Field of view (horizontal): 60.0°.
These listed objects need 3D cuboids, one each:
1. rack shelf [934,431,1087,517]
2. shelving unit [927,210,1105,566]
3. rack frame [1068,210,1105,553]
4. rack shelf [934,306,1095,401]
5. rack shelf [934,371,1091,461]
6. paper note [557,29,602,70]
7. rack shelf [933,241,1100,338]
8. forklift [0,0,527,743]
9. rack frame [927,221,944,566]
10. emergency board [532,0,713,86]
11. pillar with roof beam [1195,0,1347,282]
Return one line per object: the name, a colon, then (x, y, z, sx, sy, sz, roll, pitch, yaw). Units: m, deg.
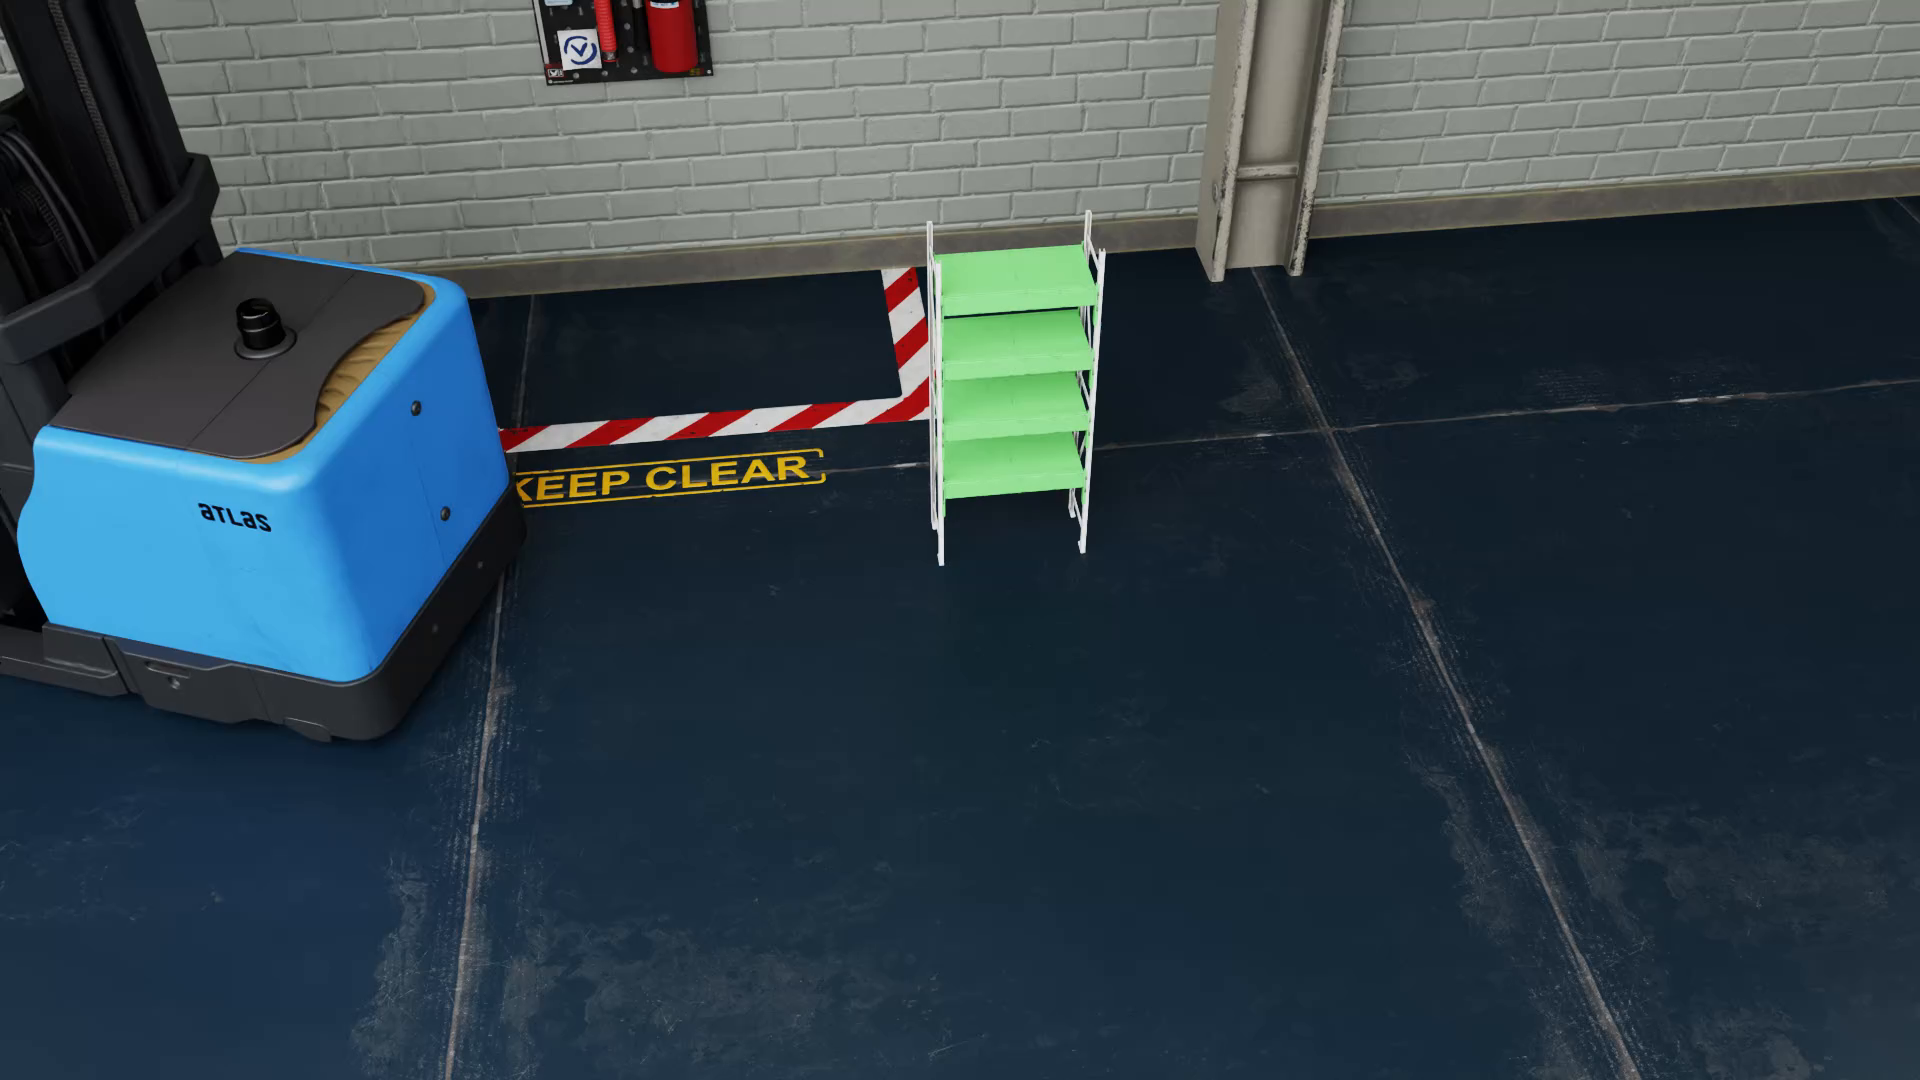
rack shelf: (0.164, -0.234, 5.568, 0.480, 0.148, 0.258, -5, 42, -6)
shelving unit: (0.164, -0.460, 5.364, 0.503, 1.200, 0.258, -5, 42, -6)
rack frame: (0.406, -0.481, 5.388, 0.015, 1.200, 0.240, -5, 42, -6)
rack shelf: (0.164, -0.591, 5.246, 0.480, 0.148, 0.258, -5, 42, -6)
rack shelf: (0.164, -0.412, 5.407, 0.480, 0.148, 0.258, -5, 42, -6)
paper note: (-1.416, -1.826, 6.193, 0.142, 0.148, 0.016, -5, 42, -6)
rack shelf: (0.164, -0.769, 5.085, 0.480, 0.148, 0.258, -5, 42, -6)
forklift: (-3.049, -1.016, 4.688, 3.031, 2.935, 1.130, 10, 43, 11)
rack frame: (-0.078, -0.439, 5.341, 0.015, 1.200, 0.240, -5, 42, -6)
emergency board: (-1.232, -2.123, 5.864, 0.643, 1.169, 0.194, -5, 42, -6)
pillar with roof beam: (1.782, -1.681, 0.895, 0.400, 9.000, 9.100, -5, 42, -6)
